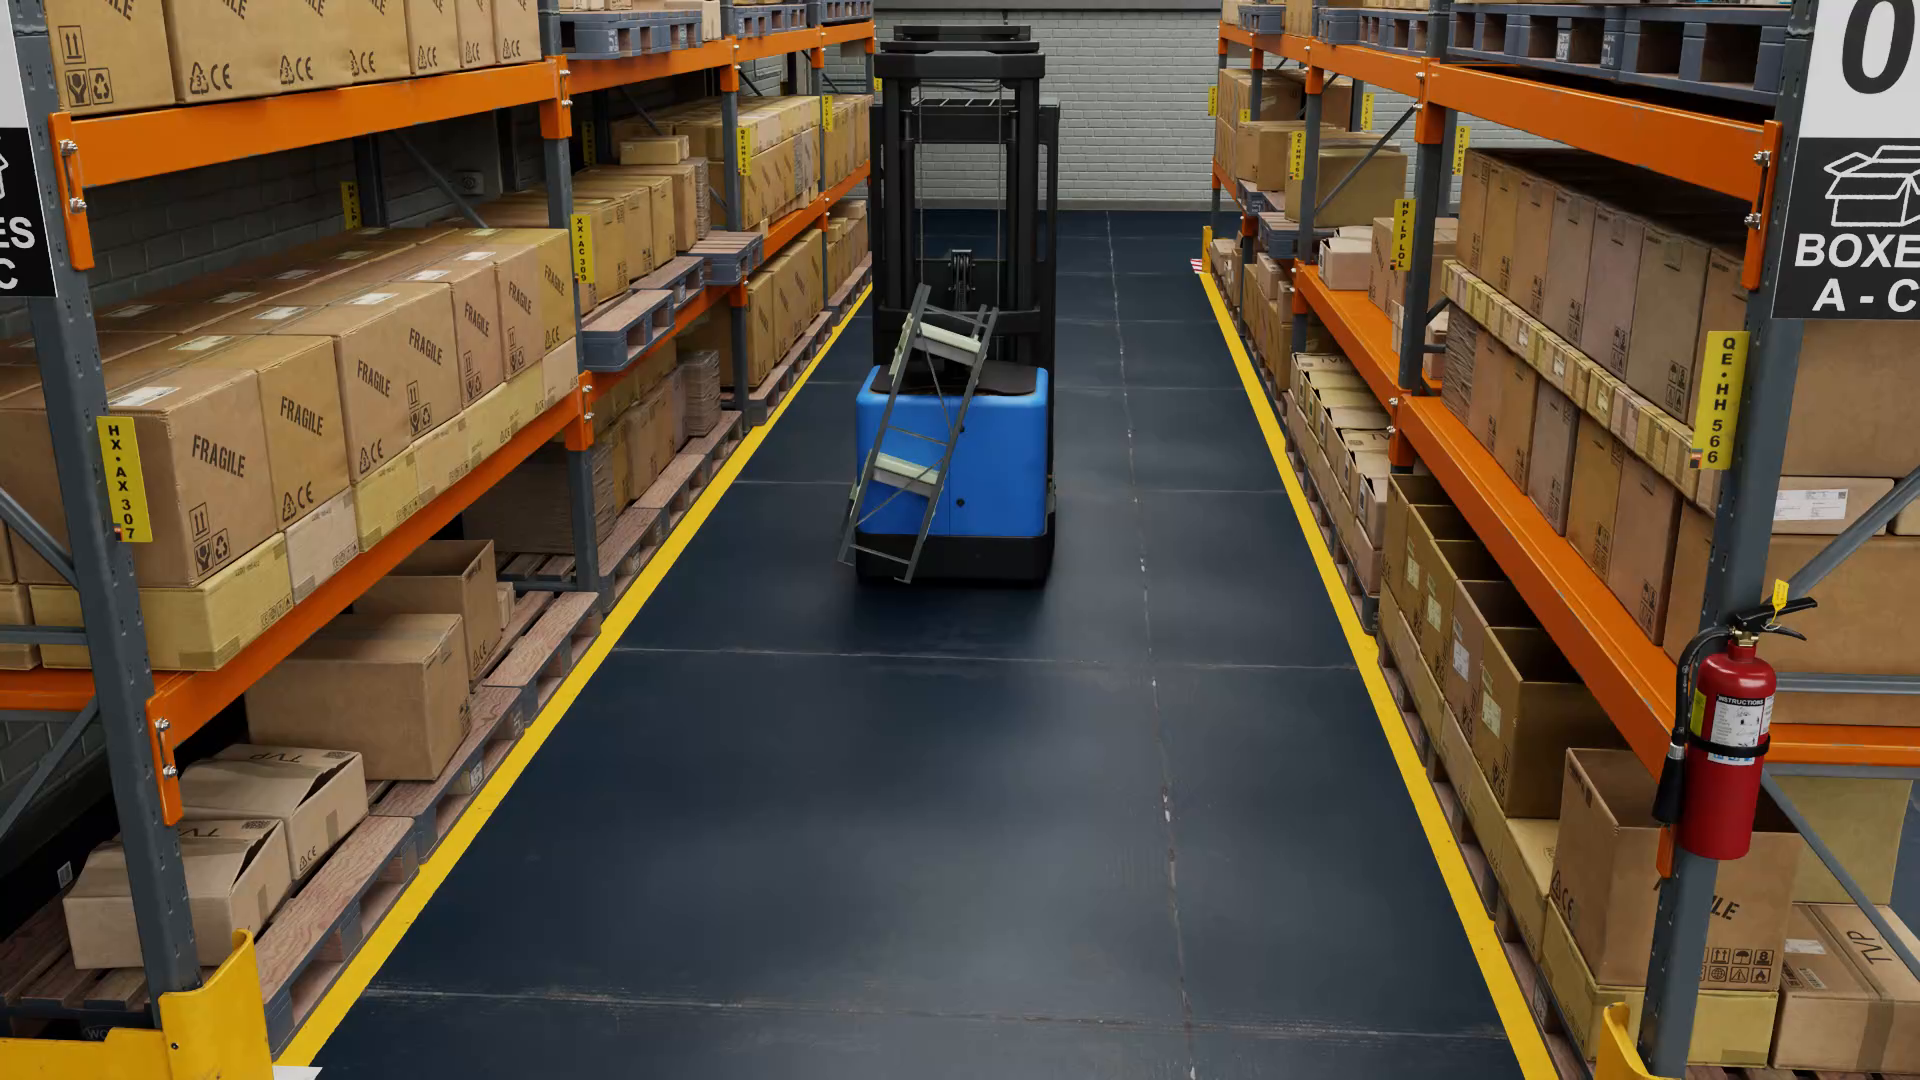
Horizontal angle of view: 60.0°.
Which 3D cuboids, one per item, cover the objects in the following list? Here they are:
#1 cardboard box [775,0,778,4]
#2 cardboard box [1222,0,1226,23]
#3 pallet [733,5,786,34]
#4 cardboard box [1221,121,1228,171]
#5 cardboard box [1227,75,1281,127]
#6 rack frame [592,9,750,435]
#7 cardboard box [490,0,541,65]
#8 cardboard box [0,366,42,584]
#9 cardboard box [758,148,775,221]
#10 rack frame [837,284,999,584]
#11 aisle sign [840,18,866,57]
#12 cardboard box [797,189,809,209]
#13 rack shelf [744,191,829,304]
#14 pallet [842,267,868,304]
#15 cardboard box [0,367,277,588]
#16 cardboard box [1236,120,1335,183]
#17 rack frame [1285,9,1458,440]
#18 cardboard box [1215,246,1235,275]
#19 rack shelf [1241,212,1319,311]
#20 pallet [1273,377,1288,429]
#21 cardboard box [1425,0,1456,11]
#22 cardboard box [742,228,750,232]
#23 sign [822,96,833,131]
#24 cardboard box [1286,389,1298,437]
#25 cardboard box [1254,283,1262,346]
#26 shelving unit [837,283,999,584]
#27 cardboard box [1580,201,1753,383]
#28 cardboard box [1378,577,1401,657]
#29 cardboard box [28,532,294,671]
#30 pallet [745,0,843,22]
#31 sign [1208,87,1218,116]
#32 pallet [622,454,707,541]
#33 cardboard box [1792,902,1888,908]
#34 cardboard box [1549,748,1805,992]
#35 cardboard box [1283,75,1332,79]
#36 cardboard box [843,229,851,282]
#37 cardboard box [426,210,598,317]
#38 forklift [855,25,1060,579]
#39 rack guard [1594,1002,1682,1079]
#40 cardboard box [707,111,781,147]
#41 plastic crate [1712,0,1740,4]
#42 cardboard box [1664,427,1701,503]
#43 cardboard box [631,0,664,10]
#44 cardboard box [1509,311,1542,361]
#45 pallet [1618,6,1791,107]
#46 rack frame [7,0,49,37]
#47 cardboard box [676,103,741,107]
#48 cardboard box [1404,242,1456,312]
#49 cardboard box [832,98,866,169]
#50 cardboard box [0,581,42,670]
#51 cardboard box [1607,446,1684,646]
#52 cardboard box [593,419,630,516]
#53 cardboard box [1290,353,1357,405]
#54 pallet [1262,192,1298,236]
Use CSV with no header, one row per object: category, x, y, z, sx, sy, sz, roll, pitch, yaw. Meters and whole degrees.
cardboard box,-1.954,-4.889,14.343,0.700,0.500,0.500,0,18,1
cardboard box,3.156,-5.811,18.265,0.500,0.250,0.500,1,18,4
pallet,-1.998,-4.120,13.166,1.003,0.211,1.213,2,18,6
cardboard box,3.081,-4.210,17.795,0.500,0.500,0.500,1,18,4
cardboard box,3.045,-4.526,17.153,0.500,0.500,0.500,1,18,3
rack frame,-2.068,-2.236,11.929,1.000,3.000,0.127,1,18,4
cardboard box,-2.145,-2.313,7.154,0.500,0.500,0.500,2,18,5
cardboard box,-2.820,-0.197,4.711,0.500,0.500,0.500,1,18,3
cardboard box,-1.731,-2.742,12.803,0.500,0.500,0.500,2,18,6
rack frame,-0.220,-0.536,8.586,0.400,1.500,0.023,17,8,-7
aisle sign,-1.190,-5.971,19.155,0.394,0.787,0.004,1,18,4
cardboard box,-1.542,-3.015,14.679,0.380,0.149,0.250,1,18,4
rack shelf,-1.925,-2.515,13.937,1.077,0.370,4.000,1,18,4
pallet,-1.564,-2.767,18.030,1.003,0.211,1.213,1,18,4
cardboard box,-2.308,-0.187,4.682,0.500,0.500,0.500,1,18,4
cardboard box,2.903,-3.474,14.872,0.700,0.500,0.500,-5,19,-15
rack frame,2.873,-2.126,11.595,1.000,3.000,0.127,1,18,4
cardboard box,3.053,-3.040,18.094,0.500,0.250,0.500,1,18,4
rack shelf,3.016,-2.406,13.603,1.077,0.370,4.000,1,18,4
pallet,2.964,-1.032,12.734,1.003,0.211,1.213,1,18,4
cardboard box,2.676,-2.800,8.399,0.500,0.250,0.500,0,18,-1
cardboard box,-1.787,-2.301,12.500,0.380,0.149,0.250,2,18,5
sign,-1.240,-3.982,15.525,0.100,0.325,0.005,1,18,4
cardboard box,2.542,-0.863,11.482,0.500,0.250,0.500,1,18,4
cardboard box,2.811,-1.924,14.286,0.500,0.500,0.500,2,18,5
shelving unit,-0.245,-0.596,8.946,0.431,1.500,0.755,17,8,-7
cardboard box,2.417,-0.787,5.263,0.700,0.500,0.500,1,18,4
cardboard box,2.250,0.360,7.748,0.500,0.250,0.500,1,18,4
cardboard box,-2.290,0.166,4.808,0.500,0.250,0.500,1,18,2
pallet,-1.713,-5.115,16.042,1.003,0.211,1.213,1,18,4
sign,2.905,-5.034,19.080,0.100,0.325,0.005,1,18,4
pallet,-2.216,-0.290,10.469,1.003,0.211,1.213,1,18,4
cardboard box,2.592,1.148,5.343,0.500,0.250,0.500,1,18,4
cardboard box,2.041,0.936,4.787,0.500,0.500,0.500,1,18,4
cardboard box,3.584,-4.512,17.109,0.500,0.500,0.500,2,18,6
cardboard box,-1.547,-3.035,17.708,0.700,0.500,0.500,2,18,5
cardboard box,-2.285,-1.407,8.534,0.700,0.500,0.500,1,18,4
forklift,0.040,-1.589,10.064,1.130,2.935,3.031,1,18,3
rack guard,2.298,1.554,4.379,1.175,0.500,0.348,1,18,4
cardboard box,-1.709,-3.248,13.144,0.500,0.250,0.500,1,18,4
plastic crate,8.003,-5.427,16.950,0.504,0.338,0.767,1,18,4
cardboard box,2.154,-0.202,4.519,0.380,0.149,0.250,2,18,5
cardboard box,-2.254,-3.319,10.220,0.797,0.503,0.637,4,19,12
cardboard box,2.285,-0.760,6.224,0.380,0.149,0.250,1,18,2
pallet,2.376,-1.244,4.228,1.003,0.211,1.213,1,18,4
rack frame,-2.642,-2.602,3.412,1.000,3.000,0.127,1,18,4
cardboard box,-2.136,-3.577,14.149,0.500,0.250,0.500,1,18,2
cardboard box,2.695,-1.333,9.014,0.500,0.500,0.500,3,18,8
cardboard box,-1.563,-4.478,18.291,0.980,0.700,0.700,1,18,3
cardboard box,-2.802,0.161,4.823,0.500,0.250,0.500,2,18,5
cardboard box,2.378,0.003,4.937,0.700,0.500,0.500,2,18,5
cardboard box,-2.332,-0.405,9.650,0.700,0.500,0.500,1,18,3
cardboard box,2.542,-1.130,11.394,0.500,0.311,0.500,2,18,6
pallet,3.008,-2.639,13.469,1.003,0.211,1.213,1,18,4
